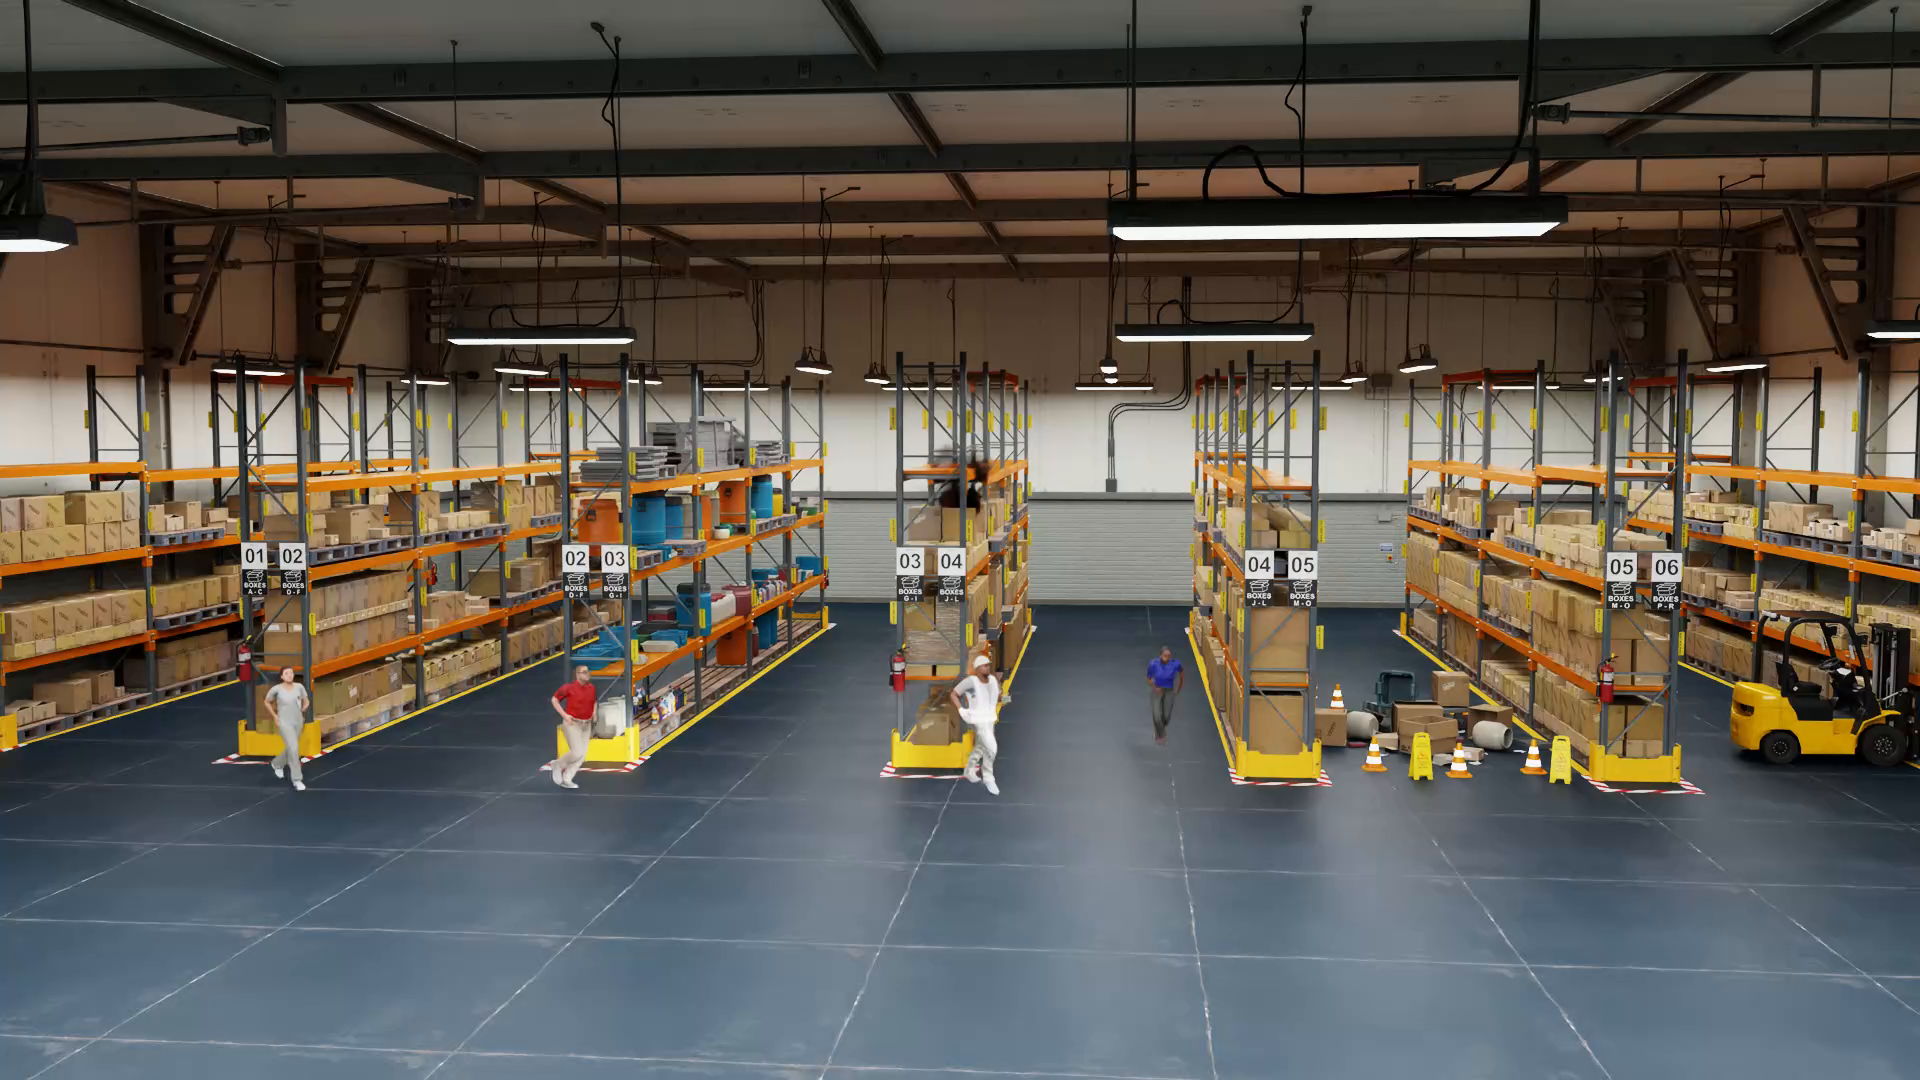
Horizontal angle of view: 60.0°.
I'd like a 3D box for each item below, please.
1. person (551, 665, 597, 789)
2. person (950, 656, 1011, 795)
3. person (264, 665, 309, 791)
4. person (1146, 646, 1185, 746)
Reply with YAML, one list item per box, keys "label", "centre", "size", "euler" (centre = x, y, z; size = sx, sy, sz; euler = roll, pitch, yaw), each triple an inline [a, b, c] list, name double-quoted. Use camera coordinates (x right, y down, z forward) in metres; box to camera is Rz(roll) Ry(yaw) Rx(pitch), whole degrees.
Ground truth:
- label: "person"
  centre: [-5.208, 2.555, 22.782]
  size: [0.559, 1.679, 0.656]
  euler: [3, 5, 35]
- label: "person"
  centre: [0.275, 2.434, 22.011]
  size: [0.848, 1.821, 0.708]
  euler: [4, 5, 41]
- label: "person"
  centre: [-9.208, 2.546, 22.838]
  size: [0.892, 1.681, 0.557]
  euler: [4, 5, 42]
- label: "person"
  centre: [3.006, 2.270, 24.316]
  size: [0.573, 1.511, 0.712]
  euler: [0, 4, -1]
